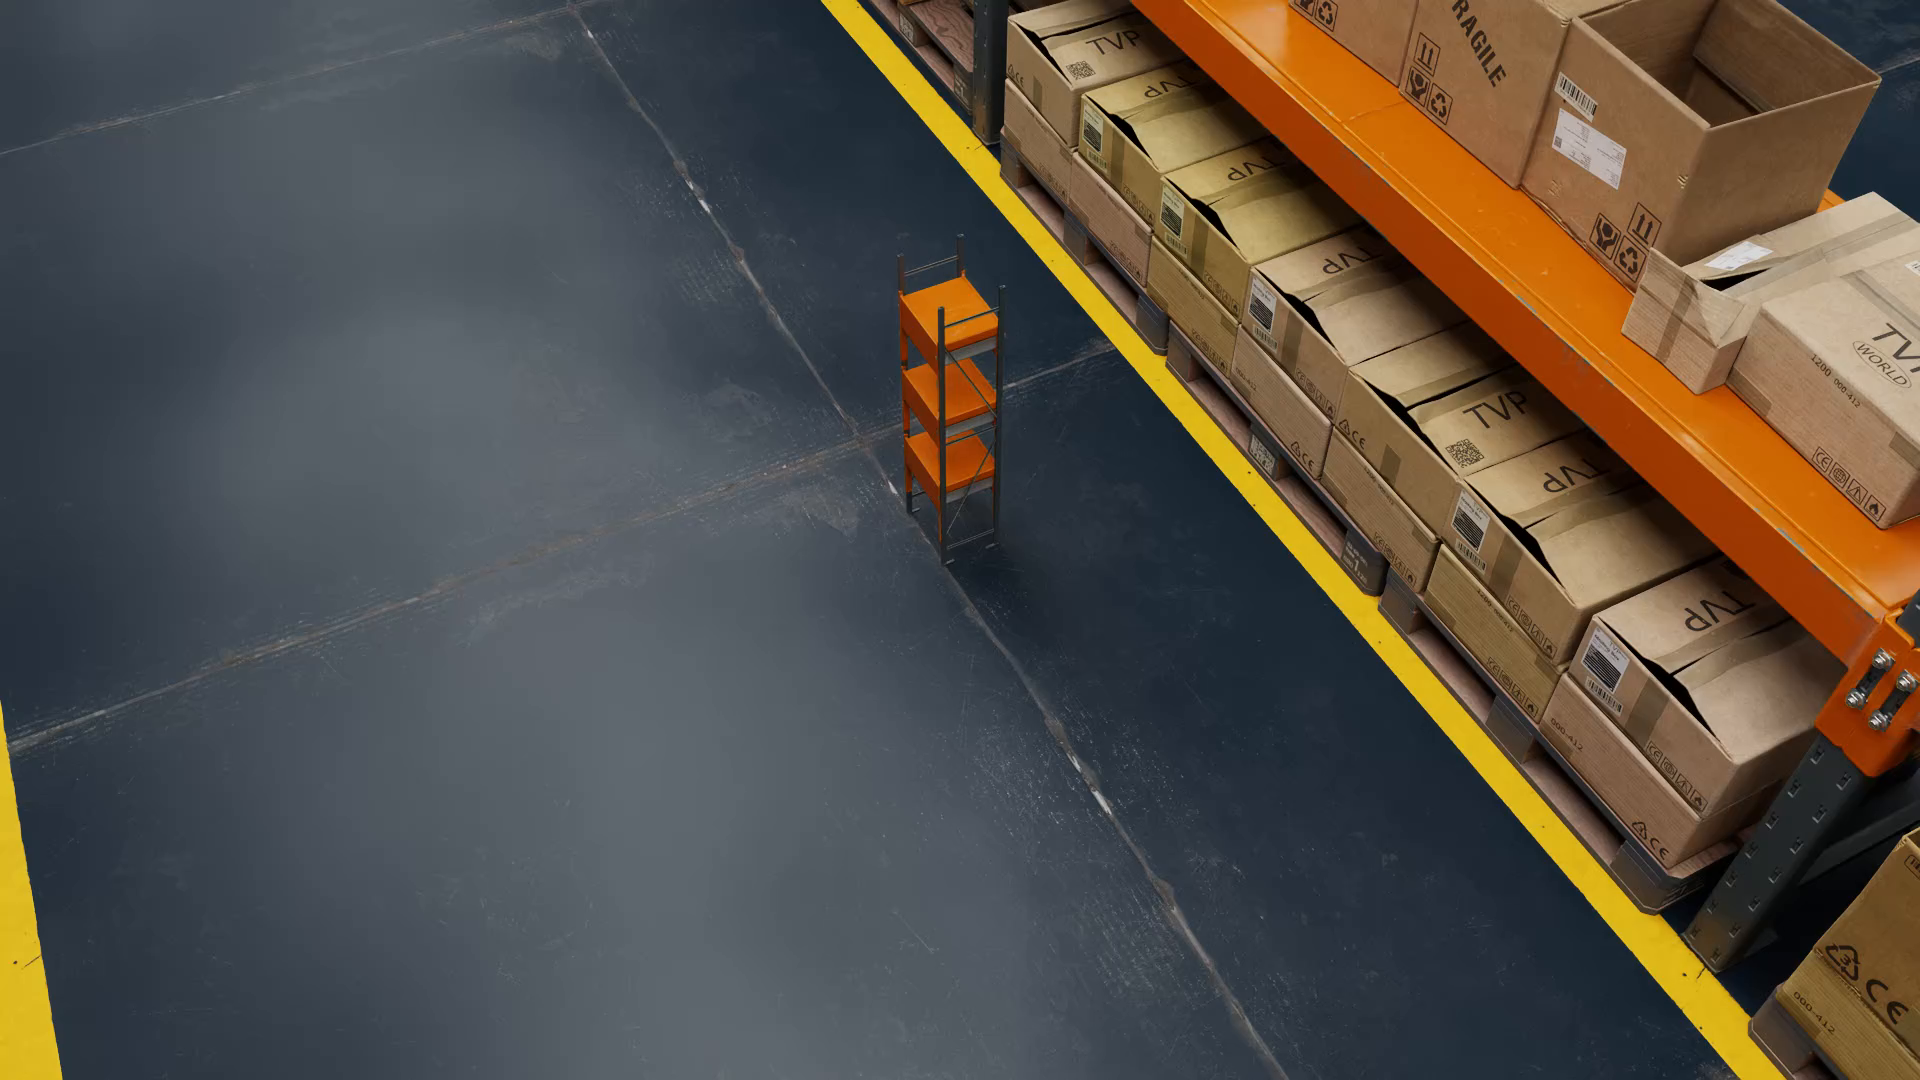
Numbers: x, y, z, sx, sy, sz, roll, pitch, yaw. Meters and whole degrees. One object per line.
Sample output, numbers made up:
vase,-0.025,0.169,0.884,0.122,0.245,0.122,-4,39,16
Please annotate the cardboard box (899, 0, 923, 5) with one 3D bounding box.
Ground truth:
cardboard box,-0.115,-2.625,6.922,0.500,0.500,0.500,-19,52,-16

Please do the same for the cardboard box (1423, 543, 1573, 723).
cardboard box,1.675,0.169,4.657,0.500,0.250,0.500,-22,52,-18

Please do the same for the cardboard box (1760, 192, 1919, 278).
cardboard box,2.128,-0.662,4.003,0.380,0.149,0.250,-21,52,-18

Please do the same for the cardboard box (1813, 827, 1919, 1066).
cardboard box,2.286,0.857,3.557,0.500,0.500,0.500,-21,52,-18

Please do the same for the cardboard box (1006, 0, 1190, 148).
cardboard box,0.500,-1.724,5.940,0.500,0.311,0.500,-20,52,-16

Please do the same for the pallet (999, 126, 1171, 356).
pallet,0.864,-1.276,6.226,1.003,0.211,1.213,-21,52,-18

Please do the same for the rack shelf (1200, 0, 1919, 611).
rack shelf,1.437,-1.247,4.696,0.919,0.124,3.809,-21,52,-18

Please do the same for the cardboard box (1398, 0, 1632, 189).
cardboard box,1.545,-1.322,4.347,0.500,0.500,0.500,-21,52,-17

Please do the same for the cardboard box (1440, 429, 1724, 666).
cardboard box,1.668,-0.017,4.447,0.500,0.311,0.500,-20,52,-17

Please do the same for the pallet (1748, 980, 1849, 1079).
pallet,2.679,1.383,3.900,1.003,0.211,1.213,-21,52,-18

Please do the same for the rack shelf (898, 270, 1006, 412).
rack shelf,-0.024,-0.561,4.681,0.215,0.259,0.240,-21,52,-18

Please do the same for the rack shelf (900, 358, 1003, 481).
rack shelf,-0.024,-0.374,4.894,0.215,0.259,0.240,-21,52,-18

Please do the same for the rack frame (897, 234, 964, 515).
rack frame,-0.080,-0.463,4.958,0.200,1.050,0.008,-21,52,-18

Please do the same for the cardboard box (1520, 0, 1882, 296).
cardboard box,1.774,-0.986,4.053,0.500,0.500,0.500,-18,51,-15

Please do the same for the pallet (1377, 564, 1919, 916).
pallet,1.980,0.357,4.797,1.003,0.211,1.213,-21,52,-18

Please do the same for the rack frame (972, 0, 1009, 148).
rack frame,0.522,-2.758,5.670,1.000,3.000,0.127,-21,52,-18

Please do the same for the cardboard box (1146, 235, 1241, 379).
cardboard box,0.974,-0.858,5.555,0.500,0.250,0.500,-22,53,-18

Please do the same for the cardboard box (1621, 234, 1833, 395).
cardboard box,1.787,-0.562,3.838,0.396,0.266,0.258,-22,52,-18

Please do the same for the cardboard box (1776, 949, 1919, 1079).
cardboard box,2.295,1.101,3.842,0.500,0.250,0.500,-21,52,-18

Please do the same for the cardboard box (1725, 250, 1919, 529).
cardboard box,2.088,-0.346,3.660,0.500,0.250,0.500,-18,51,-15

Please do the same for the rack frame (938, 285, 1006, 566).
rack frame,0.031,-0.300,4.815,0.200,1.050,0.008,-21,52,-18

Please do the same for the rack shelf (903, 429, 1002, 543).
rack shelf,-0.024,-0.191,5.103,0.215,0.259,0.240,-21,52,-18

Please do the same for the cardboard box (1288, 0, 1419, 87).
cardboard box,1.304,-1.674,4.655,0.500,0.500,0.500,-24,53,-19

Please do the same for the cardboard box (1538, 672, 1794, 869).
cardboard box,1.905,0.508,4.361,0.500,0.250,0.500,-22,52,-18

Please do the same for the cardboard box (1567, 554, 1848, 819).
cardboard box,1.912,0.329,4.145,0.500,0.311,0.500,-21,52,-18

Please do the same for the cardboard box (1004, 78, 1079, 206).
cardboard box,0.500,-1.540,6.152,0.500,0.250,0.500,-21,52,-18

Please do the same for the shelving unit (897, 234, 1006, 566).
shelving unit,-0.024,-0.381,4.886,0.215,1.050,0.252,-21,52,-18

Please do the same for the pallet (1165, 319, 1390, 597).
pallet,1.418,-0.460,5.512,1.003,0.211,1.213,-21,52,-18

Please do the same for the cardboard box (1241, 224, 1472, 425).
cardboard box,1.215,-0.690,5.036,0.500,0.311,0.500,-22,52,-18
